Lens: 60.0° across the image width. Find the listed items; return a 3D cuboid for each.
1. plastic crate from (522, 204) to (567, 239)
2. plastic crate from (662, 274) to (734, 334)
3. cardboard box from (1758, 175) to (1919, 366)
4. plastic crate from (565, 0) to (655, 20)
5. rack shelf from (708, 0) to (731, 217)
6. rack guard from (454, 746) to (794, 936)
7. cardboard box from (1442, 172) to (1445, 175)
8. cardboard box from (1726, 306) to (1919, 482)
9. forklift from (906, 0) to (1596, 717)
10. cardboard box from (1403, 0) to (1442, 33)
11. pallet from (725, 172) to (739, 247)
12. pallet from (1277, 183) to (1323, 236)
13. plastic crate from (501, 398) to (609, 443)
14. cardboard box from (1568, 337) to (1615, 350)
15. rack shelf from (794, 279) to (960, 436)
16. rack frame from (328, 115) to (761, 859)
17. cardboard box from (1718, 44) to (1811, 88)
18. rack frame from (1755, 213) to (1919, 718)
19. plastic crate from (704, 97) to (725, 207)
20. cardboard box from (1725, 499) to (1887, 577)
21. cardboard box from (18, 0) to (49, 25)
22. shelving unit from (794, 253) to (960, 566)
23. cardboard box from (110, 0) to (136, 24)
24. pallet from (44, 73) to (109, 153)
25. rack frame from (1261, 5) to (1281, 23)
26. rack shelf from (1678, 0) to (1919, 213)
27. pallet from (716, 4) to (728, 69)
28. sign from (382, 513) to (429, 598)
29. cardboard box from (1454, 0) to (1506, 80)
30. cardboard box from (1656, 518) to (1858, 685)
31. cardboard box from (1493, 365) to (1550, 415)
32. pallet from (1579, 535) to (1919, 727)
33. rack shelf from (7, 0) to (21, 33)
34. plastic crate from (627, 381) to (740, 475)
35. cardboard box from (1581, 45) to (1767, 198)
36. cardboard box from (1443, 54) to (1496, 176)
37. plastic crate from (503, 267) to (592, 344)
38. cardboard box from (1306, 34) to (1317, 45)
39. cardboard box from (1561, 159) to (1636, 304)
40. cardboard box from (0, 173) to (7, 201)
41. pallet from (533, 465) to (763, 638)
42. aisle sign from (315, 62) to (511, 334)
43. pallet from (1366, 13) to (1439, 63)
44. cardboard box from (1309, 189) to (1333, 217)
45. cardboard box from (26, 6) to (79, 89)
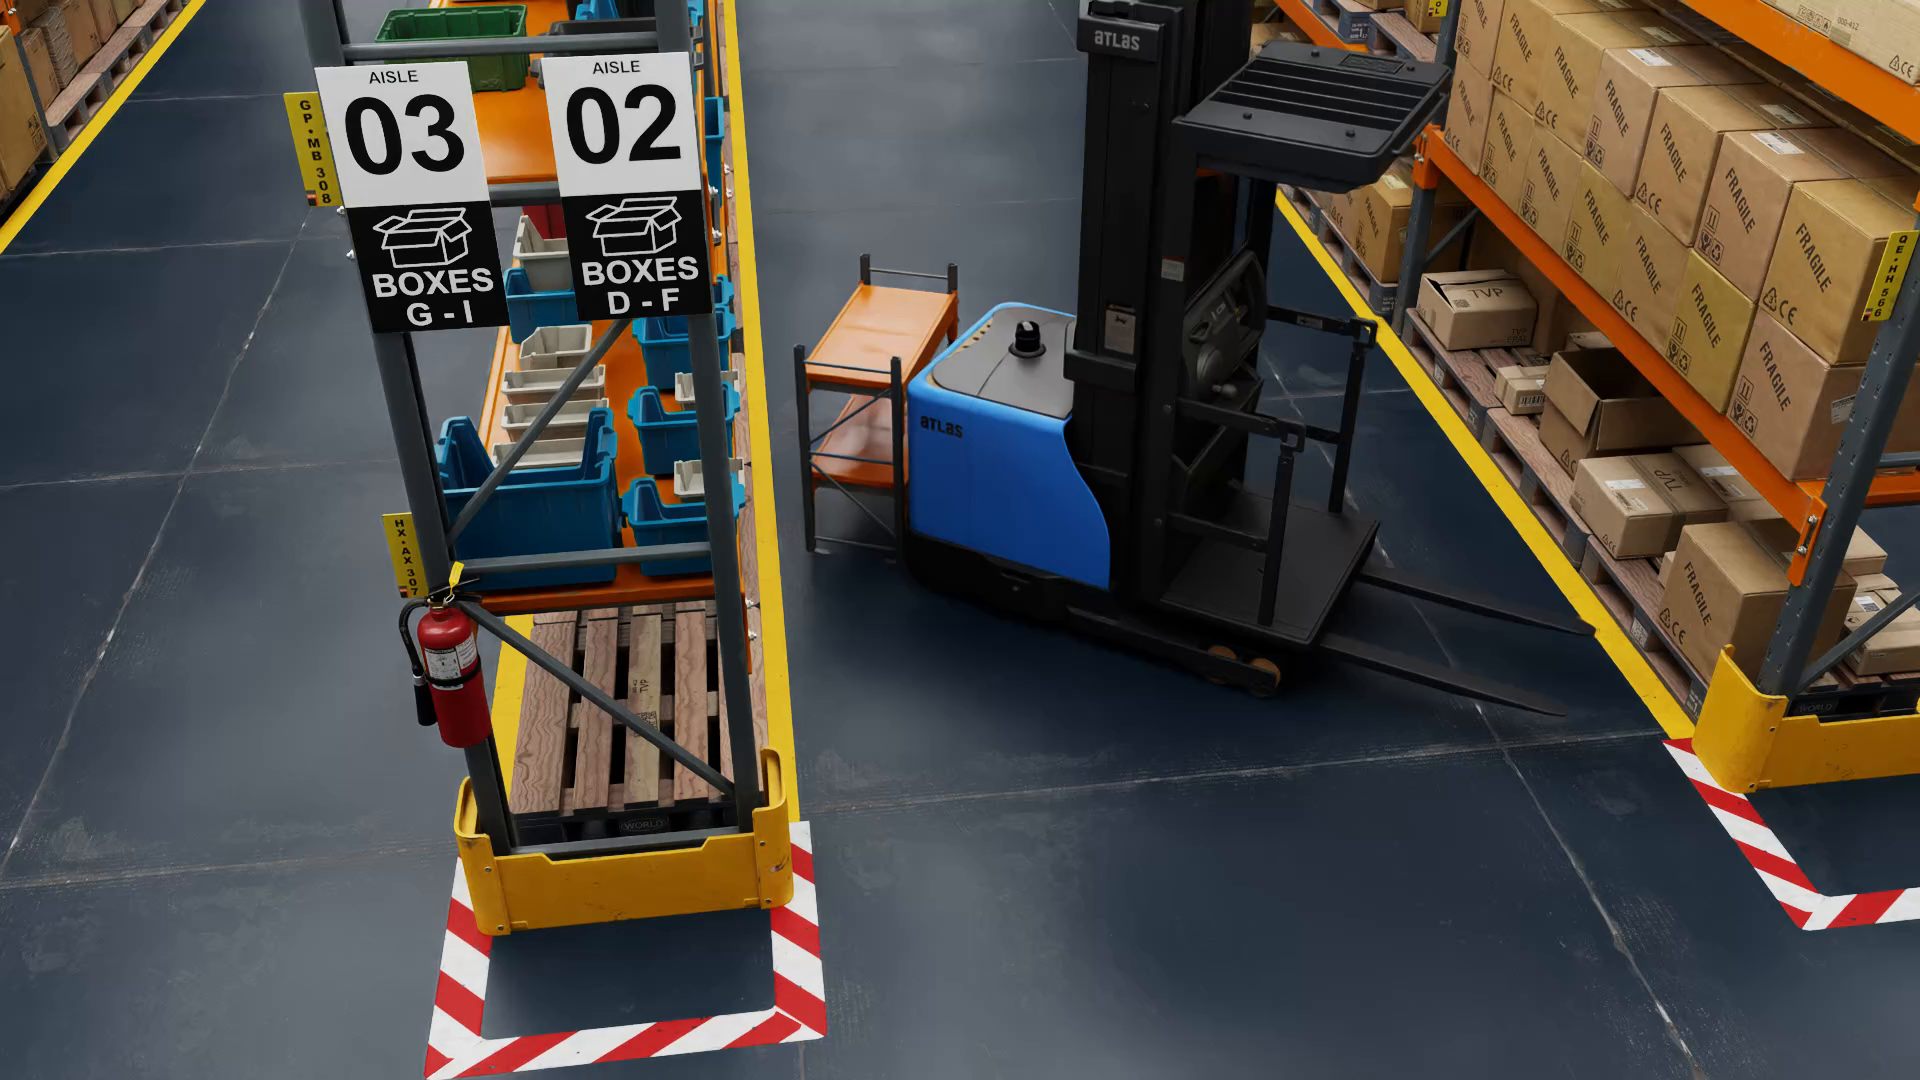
[{"bbox_3d":[-1.905,-1.697,7.967,0.402,0.464,0.583,-4,35,-6],"label":"plastic crate"},{"bbox_3d":[-1.163,-0.952,7.079,0.416,0.233,0.300,-4,35,-6],"label":"plastic crate"},{"bbox_3d":[3.337,-0.986,6.057,0.500,0.500,0.500,-5,35,-7],"label":"cardboard box"},{"bbox_3d":[-1.172,-2.019,5.940,0.504,0.338,0.767,-4,35,-6],"label":"plastic crate"},{"bbox_3d":[-2.046,-2.982,10.601,1.077,0.370,4.000,-4,35,-6],"label":"rack shelf"},{"bbox_3d":[-1.223,1.114,6.171,1.175,0.500,0.348,-4,35,-6],"label":"rack guard"},{"bbox_3d":[3.225,-2.271,10.747,0.500,0.500,0.500,-4,34,-6],"label":"cardboard box"},{"bbox_3d":[3.340,-0.575,6.341,0.500,0.500,0.500,-3,34,-5],"label":"cardboard box"},{"bbox_3d":[1.295,-0.871,6.926,3.031,2.935,1.130,16,38,23],"label":"forklift"},{"bbox_3d":[3.134,-3.412,10.131,0.700,0.500,0.500,1,34,1],"label":"cardboard box"},{"bbox_3d":[-2.007,-2.127,11.184,1.003,0.211,1.213,-4,35,-6],"label":"pallet"},{"bbox_3d":[2.818,-2.518,11.757,1.003,0.211,1.213,-4,35,-6],"label":"pallet"},{"bbox_3d":[-1.553,-0.451,6.430,0.396,0.136,0.243,-4,35,-6],"label":"plastic crate"},{"bbox_3d":[3.590,-0.892,8.893,0.500,0.311,0.500,-4,35,-6],"label":"cardboard box"},{"bbox_3d":[-0.383,-0.902,8.055,0.538,0.278,1.000,8,35,12],"label":"rack shelf"},{"bbox_3d":[-1.239,0.069,5.486,1.000,3.000,0.127,-4,35,-6],"label":"rack frame"},{"bbox_3d":[3.662,-1.881,7.369,0.500,0.500,0.500,-5,35,-7],"label":"cardboard box"},{"bbox_3d":[3.670,-0.304,6.033,1.000,3.000,0.127,-4,35,-6],"label":"rack frame"},{"bbox_3d":[-1.376,-1.947,8.404,0.392,0.384,0.575,-4,35,-6],"label":"plastic crate"},{"bbox_3d":[3.811,0.046,7.570,0.500,0.250,0.500,-4,35,-6],"label":"cardboard box"},{"bbox_3d":[-7.424,-4.146,12.833,0.500,0.250,0.500,-1,34,-1],"label":"cardboard box"},{"bbox_3d":[-0.383,-0.660,8.219,0.538,1.125,1.048,8,35,12],"label":"shelving unit"},{"bbox_3d":[-7.654,-4.790,14.444,0.700,0.500,0.500,-5,35,-7],"label":"cardboard box"},{"bbox_3d":[-7.327,-3.304,12.911,1.003,0.211,1.213,-4,35,-6],"label":"pallet"},{"bbox_3d":[2.594,-4.769,12.584,1.000,3.000,0.127,-4,35,-6],"label":"rack frame"},{"bbox_3d":[3.401,-2.363,7.029,1.077,0.370,4.000,-4,35,-6],"label":"rack shelf"},{"bbox_3d":[-2.542,-4.358,14.457,1.003,0.211,1.213,-4,35,-6],"label":"pallet"},{"bbox_3d":[-1.782,0.052,5.365,0.100,0.325,0.005,-4,35,-6],"label":"sign"},{"bbox_3d":[2.916,-2.707,8.582,0.500,0.500,0.500,-4,34,-5],"label":"cardboard box"},{"bbox_3d":[3.353,0.262,7.031,0.500,0.500,0.500,-4,35,-6],"label":"cardboard box"},{"bbox_3d":[3.100,-0.815,8.908,0.380,0.166,0.250,-4,35,-6],"label":"cardboard box"},{"bbox_3d":[3.551,0.361,7.533,1.003,0.211,1.213,-4,35,-6],"label":"pallet"},{"bbox_3d":[-7.492,-4.839,13.326,1.077,0.370,4.000,-4,35,-6],"label":"rack shelf"},{"bbox_3d":[-1.035,-0.417,6.294,0.416,0.233,0.300,-4,35,-6],"label":"plastic crate"},{"bbox_3d":[3.125,-1.844,7.315,0.500,0.500,0.500,-3,34,-5],"label":"cardboard box"},{"bbox_3d":[2.930,-2.273,8.833,0.500,0.500,0.500,-4,34,-5],"label":"cardboard box"},{"bbox_3d":[-1.769,-1.014,7.169,0.416,0.233,0.300,-4,35,-6],"label":"plastic crate"},{"bbox_3d":[2.814,-4.120,13.701,0.500,0.250,0.500,-4,35,-7],"label":"cardboard box"},{"bbox_3d":[3.137,-1.424,7.588,0.500,0.500,0.500,-5,35,-7],"label":"cardboard box"},{"bbox_3d":[-7.039,-2.431,10.668,1.225,0.875,0.875,-4,35,-6],"label":"cardboard box"},{"bbox_3d":[-1.472,0.079,7.947,1.003,0.211,1.213,-4,35,-6],"label":"pallet"},{"bbox_3d":[-1.520,-0.943,4.662,0.394,0.787,0.004,-4,35,-6],"label":"aisle sign"},{"bbox_3d":[3.133,-2.911,10.029,1.003,0.211,1.213,-4,35,-6],"label":"pallet"},{"bbox_3d":[2.656,-2.495,11.077,0.500,0.500,0.500,-4,34,-6],"label":"cardboard box"},{"bbox_3d":[-7.420,-3.850,13.065,0.700,0.500,0.500,-7,35,-10],"label":"cardboard box"}]
